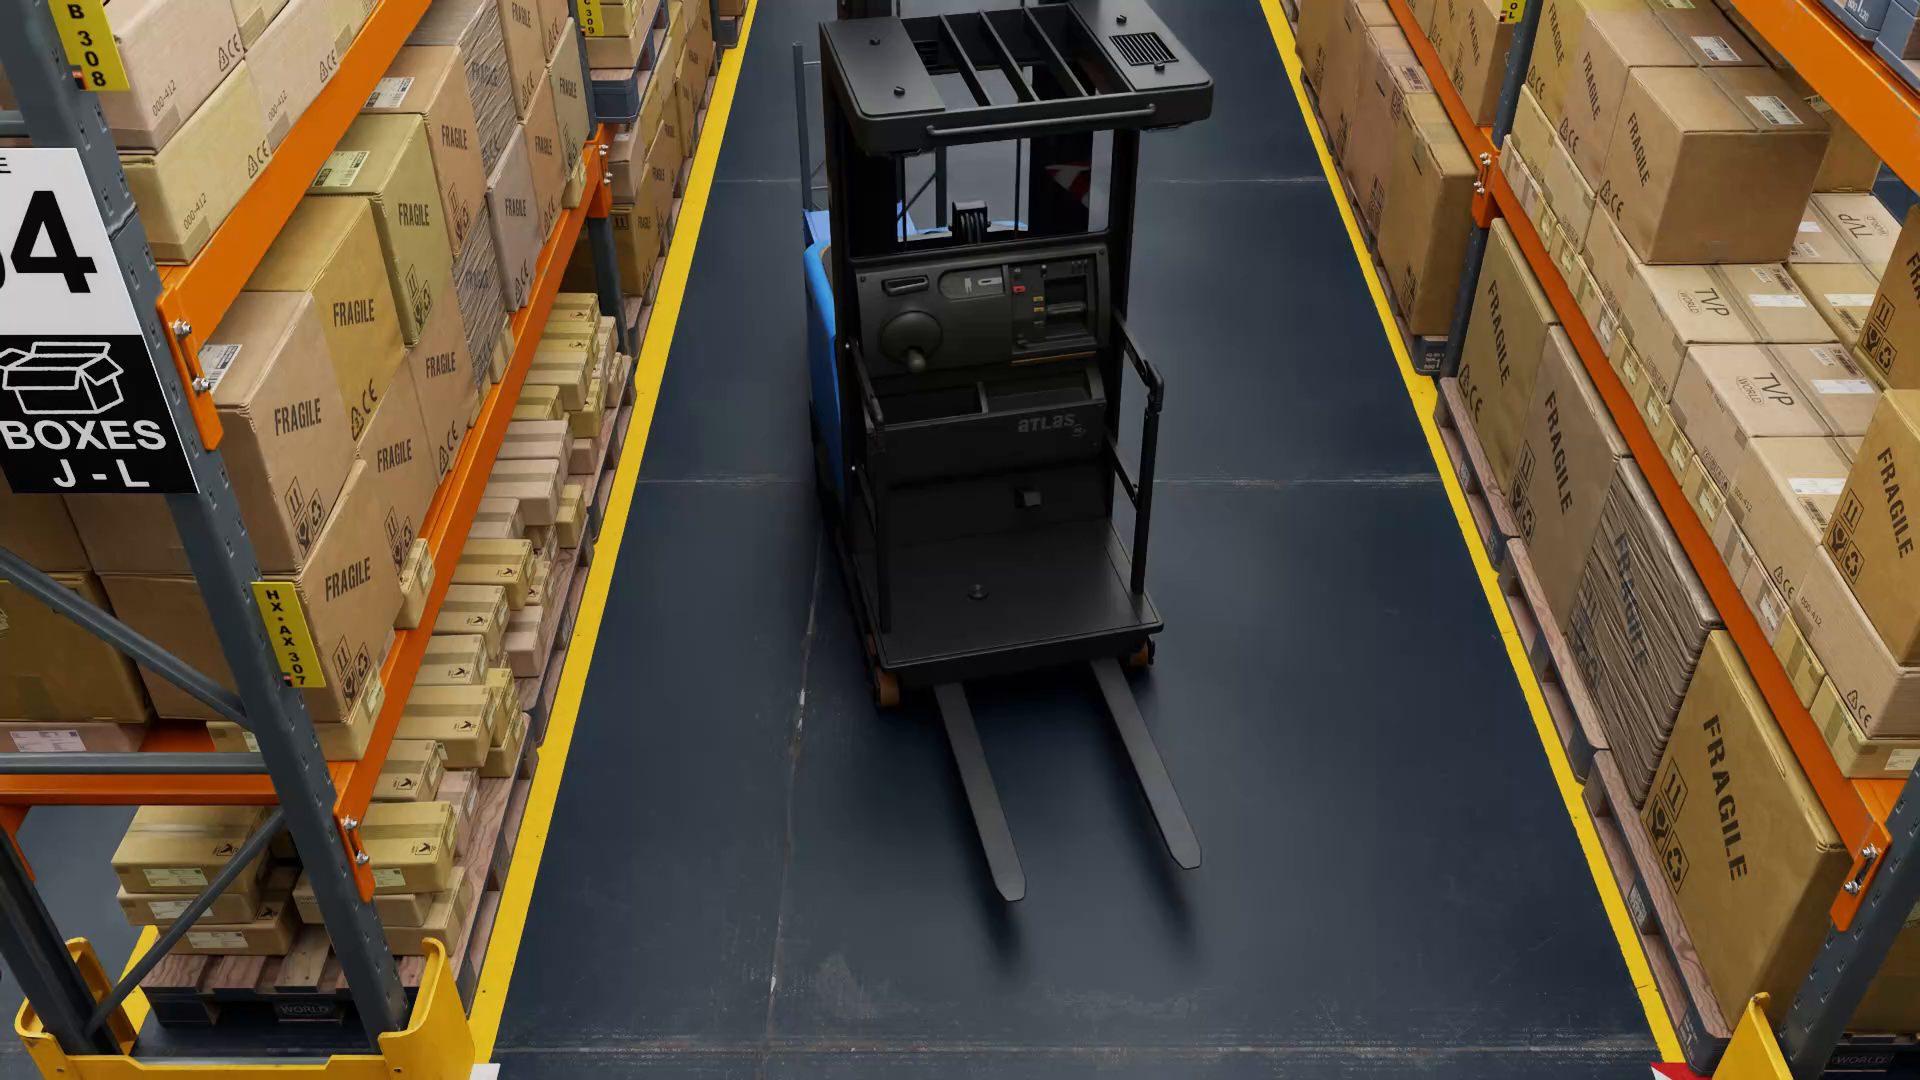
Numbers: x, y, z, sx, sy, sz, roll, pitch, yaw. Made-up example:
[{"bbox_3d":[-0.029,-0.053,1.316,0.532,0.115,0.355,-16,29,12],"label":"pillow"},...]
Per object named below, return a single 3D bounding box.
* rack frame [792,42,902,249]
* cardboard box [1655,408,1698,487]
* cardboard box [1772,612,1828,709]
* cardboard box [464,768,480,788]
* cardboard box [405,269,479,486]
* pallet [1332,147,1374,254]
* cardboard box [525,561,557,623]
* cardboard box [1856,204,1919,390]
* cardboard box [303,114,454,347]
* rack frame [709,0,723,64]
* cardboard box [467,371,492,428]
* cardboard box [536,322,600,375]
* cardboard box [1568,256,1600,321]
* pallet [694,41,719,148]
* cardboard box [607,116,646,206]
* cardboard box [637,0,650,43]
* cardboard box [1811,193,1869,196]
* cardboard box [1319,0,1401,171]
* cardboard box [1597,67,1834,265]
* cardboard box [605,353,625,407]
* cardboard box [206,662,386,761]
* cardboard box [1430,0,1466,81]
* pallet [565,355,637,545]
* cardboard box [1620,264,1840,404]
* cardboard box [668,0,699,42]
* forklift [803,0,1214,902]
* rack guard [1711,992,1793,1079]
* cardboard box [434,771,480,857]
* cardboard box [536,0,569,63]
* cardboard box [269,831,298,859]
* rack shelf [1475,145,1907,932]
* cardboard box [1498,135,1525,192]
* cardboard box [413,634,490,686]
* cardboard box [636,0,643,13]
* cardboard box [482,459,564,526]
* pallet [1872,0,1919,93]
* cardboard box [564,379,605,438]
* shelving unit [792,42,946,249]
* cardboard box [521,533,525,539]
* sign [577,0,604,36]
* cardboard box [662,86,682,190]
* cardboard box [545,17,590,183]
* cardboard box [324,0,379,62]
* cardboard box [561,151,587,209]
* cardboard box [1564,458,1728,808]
[{"bbox_3d":[-0.533,-1.753,8.238,0.500,1.500,0.032,-8,39,-10],"label":"rack frame"},{"bbox_3d":[2.517,-0.303,5.430,0.380,0.149,0.250,0,39,0],"label":"cardboard box"},{"bbox_3d":[2.518,0.335,4.634,0.380,0.149,0.250,0,39,0],"label":"cardboard box"},{"bbox_3d":[-1.880,0.864,5.717,0.380,0.149,0.250,0,39,0],"label":"cardboard box"},{"bbox_3d":[-1.848,-0.514,5.175,0.500,0.500,0.500,0,39,1],"label":"cardboard box"},{"bbox_3d":[2.765,-2.038,9.625,1.003,0.211,1.213,0,39,0],"label":"pallet"},{"bbox_3d":[-1.806,0.216,6.526,0.380,0.149,0.250,0,39,0],"label":"cardboard box"},{"bbox_3d":[3.112,-0.665,4.964,0.500,0.500,0.500,-1,39,-1],"label":"cardboard box"},{"bbox_3d":[-1.830,-0.904,4.863,0.500,0.500,0.500,-1,39,-1],"label":"cardboard box"},{"bbox_3d":[-2.119,-4.440,10.392,1.000,3.000,0.127,0,39,0],"label":"rack frame"},{"bbox_3d":[-1.835,-0.518,5.698,0.380,0.149,0.250,1,39,2],"label":"cardboard box"},{"bbox_3d":[-1.814,-0.840,7.368,0.380,0.149,0.250,0,39,1],"label":"cardboard box"},{"bbox_3d":[2.517,-0.942,6.228,0.380,0.149,0.250,-1,39,-1],"label":"cardboard box"},{"bbox_3d":[-2.120,-2.863,10.654,1.003,0.211,1.213,0,39,0],"label":"pallet"},{"bbox_3d":[-1.851,-1.882,8.263,0.500,0.250,0.500,-2,39,-2],"label":"cardboard box"},{"bbox_3d":[-1.661,-2.425,7.742,0.380,0.149,0.250,1,39,1],"label":"cardboard box"},{"bbox_3d":[3.111,-1.337,6.402,0.500,0.250,0.500,1,39,1],"label":"cardboard box"},{"bbox_3d":[2.814,-2.726,9.617,1.225,0.875,0.875,0,39,0],"label":"cardboard box"},{"bbox_3d":[2.588,-1.296,5.751,0.500,0.500,0.500,-1,39,-1],"label":"cardboard box"},{"bbox_3d":[-1.774,-0.745,7.725,0.380,0.149,0.250,0,39,1],"label":"cardboard box"},{"bbox_3d":[-1.783,0.458,4.481,0.380,0.149,0.250,0,39,0],"label":"cardboard box"},{"bbox_3d":[2.578,-2.520,7.916,0.500,0.500,0.500,1,39,1],"label":"cardboard box"},{"bbox_3d":[-2.079,-0.431,7.619,1.003,0.211,1.213,0,39,0],"label":"pallet"},{"bbox_3d":[2.579,-0.699,5.606,0.500,0.250,0.500,0,39,0],"label":"cardboard box"},{"bbox_3d":[-1.845,-3.178,9.880,0.500,0.250,0.500,0,39,1],"label":"cardboard box"},{"bbox_3d":[0.141,-0.759,5.854,1.130,2.935,3.031,-8,39,-10],"label":"forklift"},{"bbox_3d":[2.850,1.613,4.838,1.175,0.500,0.348,0,39,0],"label":"rack guard"},{"bbox_3d":[-1.798,0.896,5.439,0.380,0.149,0.250,0,39,0],"label":"cardboard box"},{"bbox_3d":[-1.844,-2.190,6.467,0.500,0.500,0.500,-1,39,-2],"label":"cardboard box"},{"bbox_3d":[-2.343,0.902,5.432,0.380,0.149,0.250,-1,39,-1],"label":"cardboard box"},{"bbox_3d":[2.848,-0.348,5.861,1.077,0.370,4.000,0,39,0],"label":"rack shelf"},{"bbox_3d":[2.513,-1.596,7.044,0.380,0.149,0.250,0,39,0],"label":"cardboard box"},{"bbox_3d":[-1.847,0.466,5.738,0.380,0.149,0.250,-2,39,-2],"label":"cardboard box"},{"bbox_3d":[-1.657,-2.529,7.635,0.380,0.149,0.250,-1,39,-1],"label":"cardboard box"},{"bbox_3d":[-1.779,-0.184,6.550,0.380,0.149,0.250,-1,39,-2],"label":"cardboard box"},{"bbox_3d":[2.839,-0.978,3.743,1.003,0.211,1.213,0,39,0],"label":"pallet"},{"bbox_3d":[-1.766,-0.573,7.272,0.380,0.149,0.250,-1,39,-2],"label":"cardboard box"},{"bbox_3d":[-0.420,-1.443,7.851,0.538,1.500,1.048,-8,39,-10],"label":"shelving unit"},{"bbox_3d":[-1.906,0.078,6.460,0.380,0.149,0.250,2,39,2],"label":"cardboard box"},{"bbox_3d":[-1.572,-2.282,7.006,0.100,0.325,0.005,0,39,0],"label":"sign"},{"bbox_3d":[-1.867,-2.248,9.320,0.500,0.500,0.500,1,39,1],"label":"cardboard box"},{"bbox_3d":[-1.832,-1.792,6.769,0.500,0.500,0.500,0,39,0],"label":"cardboard box"},{"bbox_3d":[-1.865,-1.482,4.422,0.500,0.250,0.500,-1,39,-2],"label":"cardboard box"},{"bbox_3d":[-1.771,-1.501,6.926,0.380,0.149,0.250,-1,39,-1],"label":"cardboard box"},{"bbox_3d":[2.768,0.318,5.817,0.875,0.875,0.875,0,39,0],"label":"cardboard box"}]
